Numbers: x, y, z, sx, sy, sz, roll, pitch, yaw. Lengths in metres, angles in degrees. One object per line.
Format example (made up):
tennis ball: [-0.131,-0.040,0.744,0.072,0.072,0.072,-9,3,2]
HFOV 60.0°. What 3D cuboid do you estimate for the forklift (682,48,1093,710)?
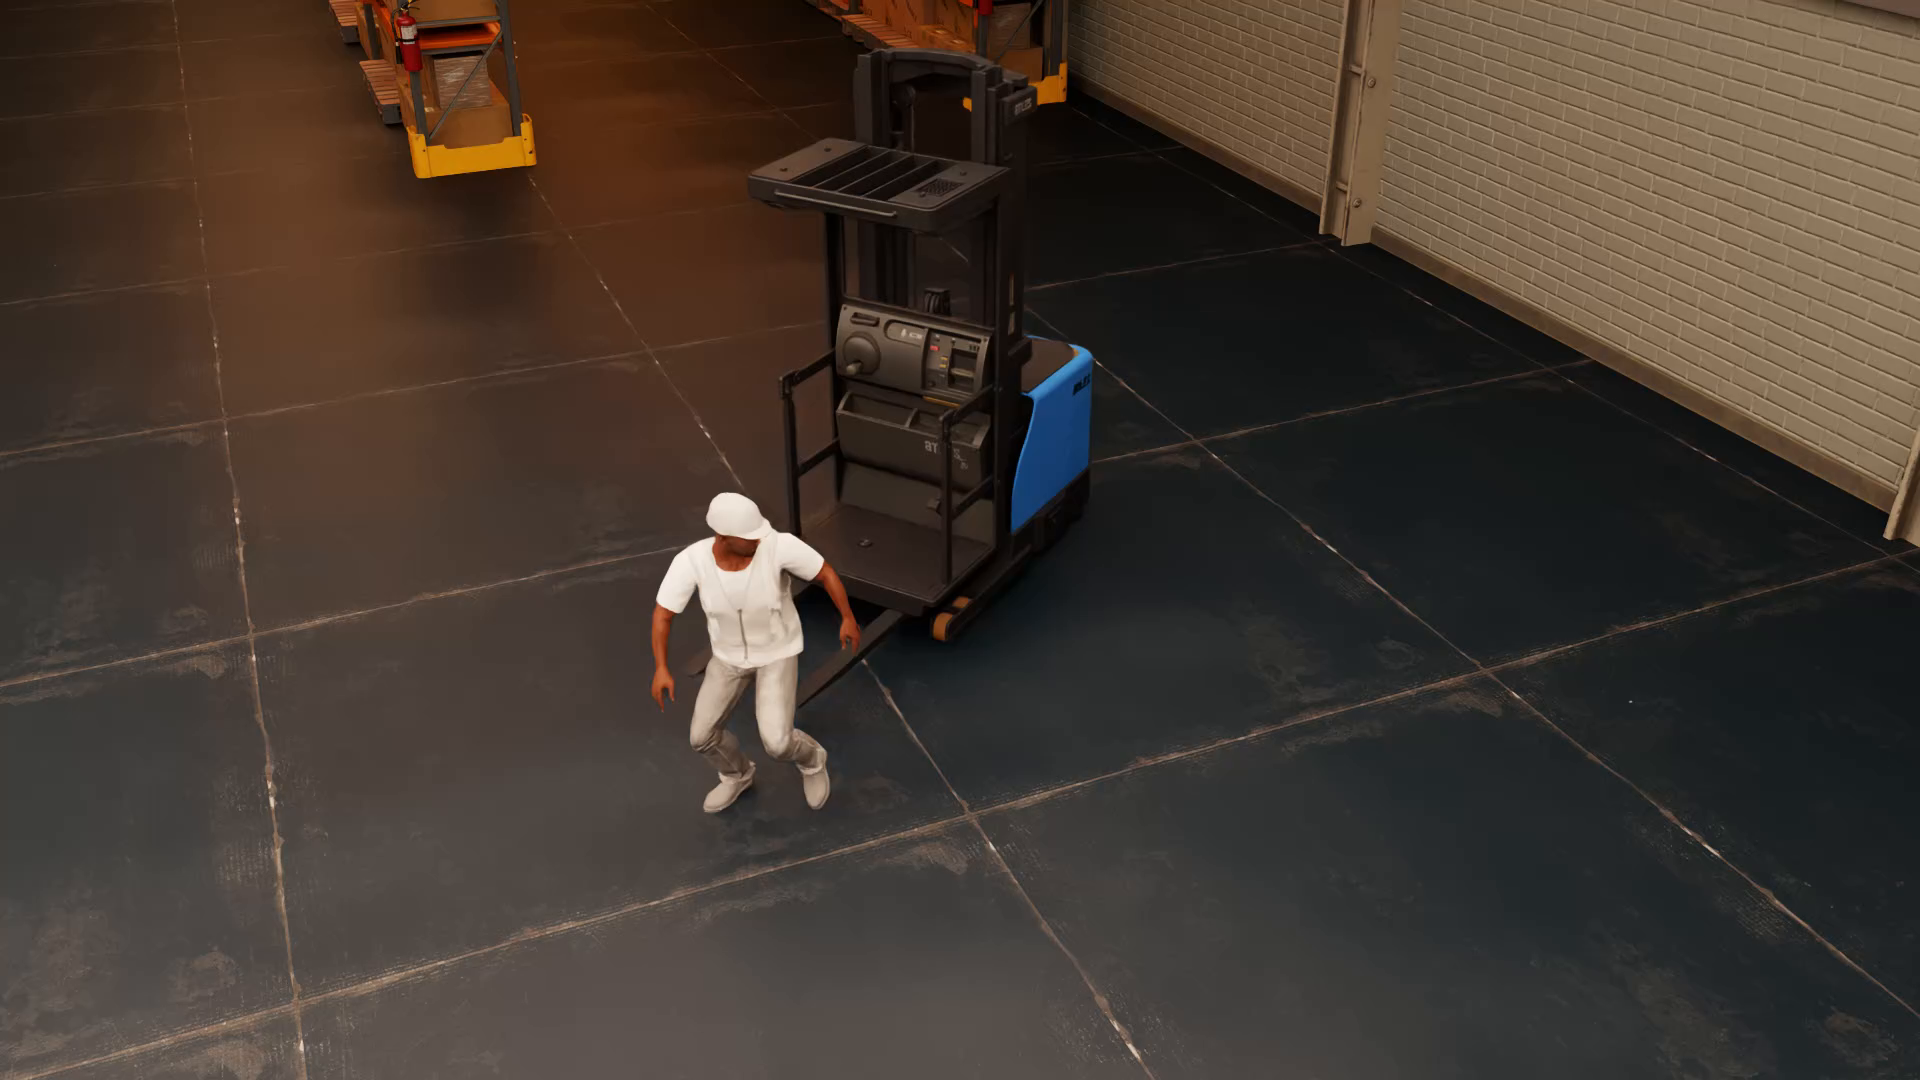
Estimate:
forklift: [-0.366,-0.971,8.817,1.130,2.935,3.031,16,33,26]

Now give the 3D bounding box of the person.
person: [-0.933,0.490,7.478,0.858,1.583,0.621,6,30,11]
